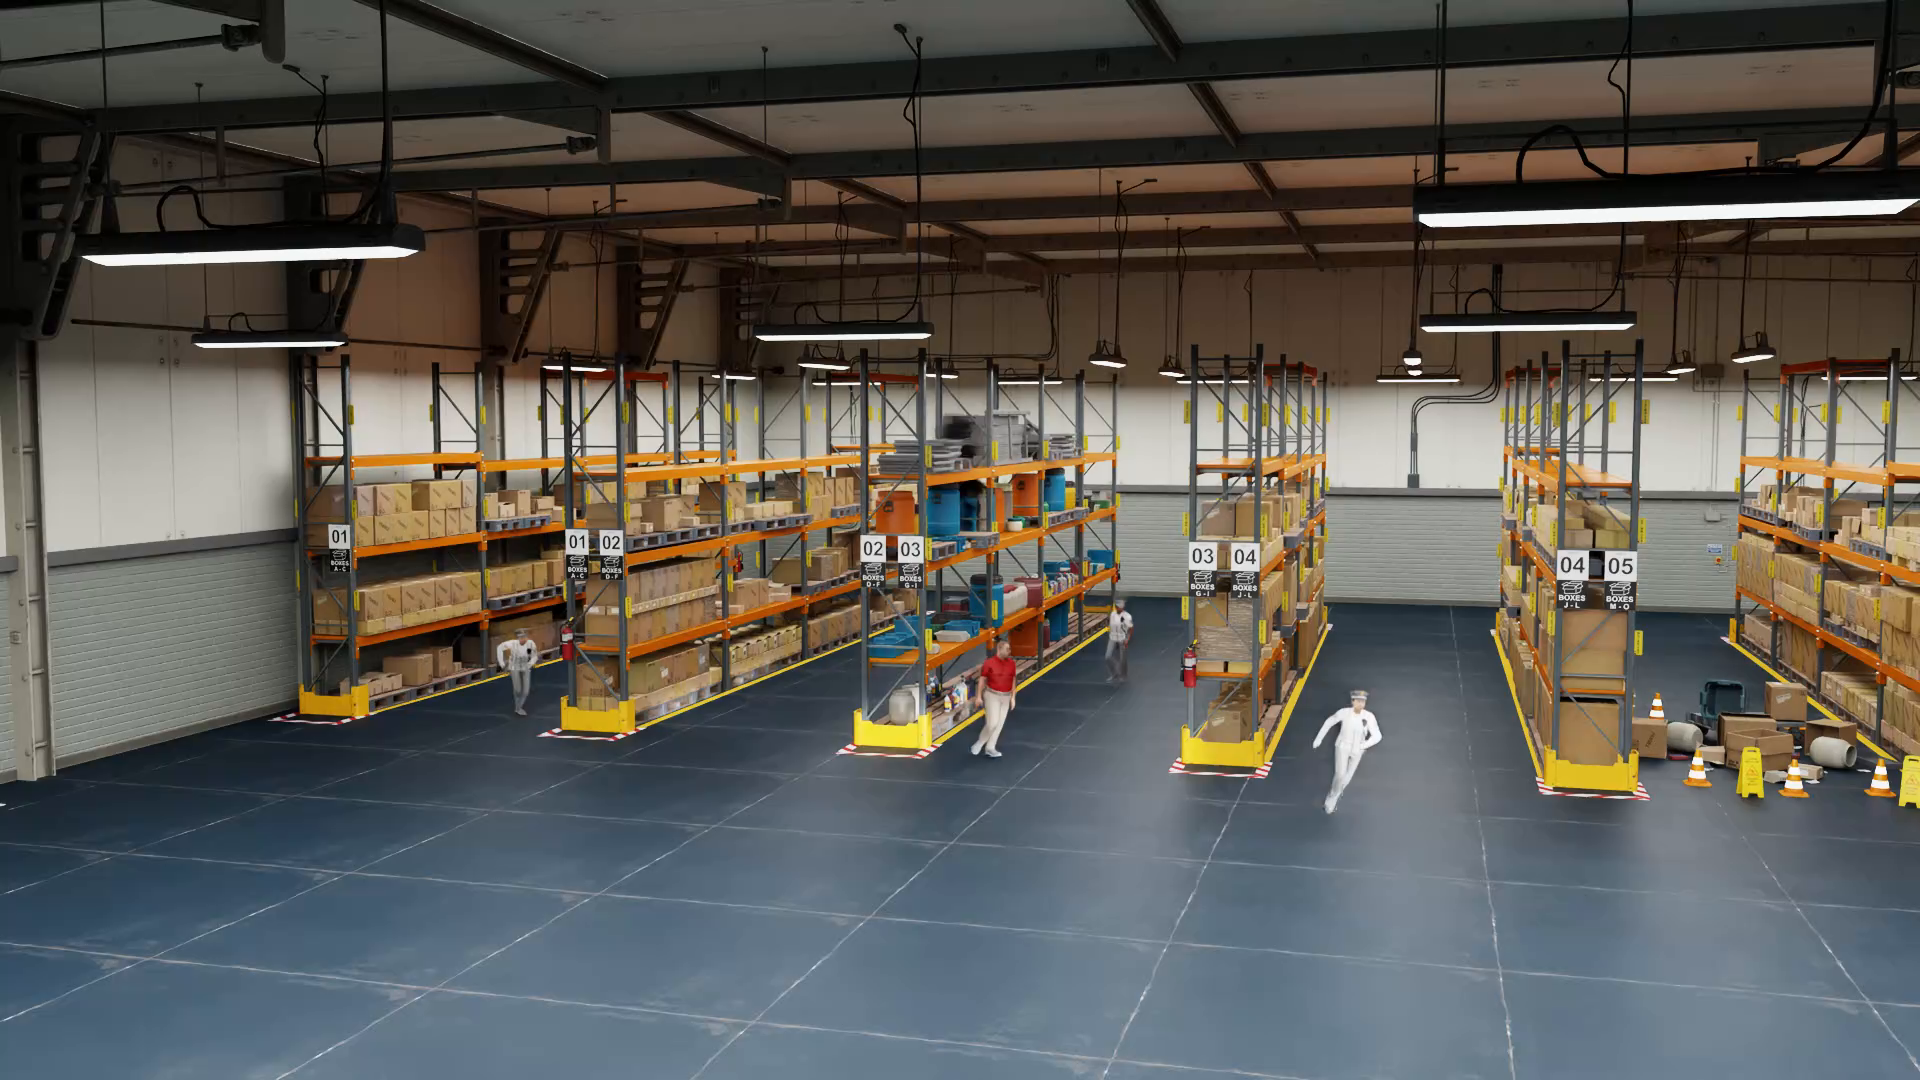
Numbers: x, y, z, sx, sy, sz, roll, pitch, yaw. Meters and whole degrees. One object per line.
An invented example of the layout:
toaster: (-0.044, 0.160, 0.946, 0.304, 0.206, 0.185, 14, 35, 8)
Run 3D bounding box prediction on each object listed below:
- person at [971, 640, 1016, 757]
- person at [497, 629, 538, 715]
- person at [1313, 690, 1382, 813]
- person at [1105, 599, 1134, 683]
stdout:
person: (0.514, 2.314, 24.270, 0.653, 1.707, 0.491, -3, 5, -33)
person: (-7.338, 2.193, 27.599, 0.651, 1.496, 0.762, -2, 5, -23)
person: (4.885, 2.659, 20.850, 0.755, 1.595, 0.660, 0, 4, -3)
person: (2.985, 1.877, 30.855, 0.560, 1.597, 0.742, 2, 5, 24)
